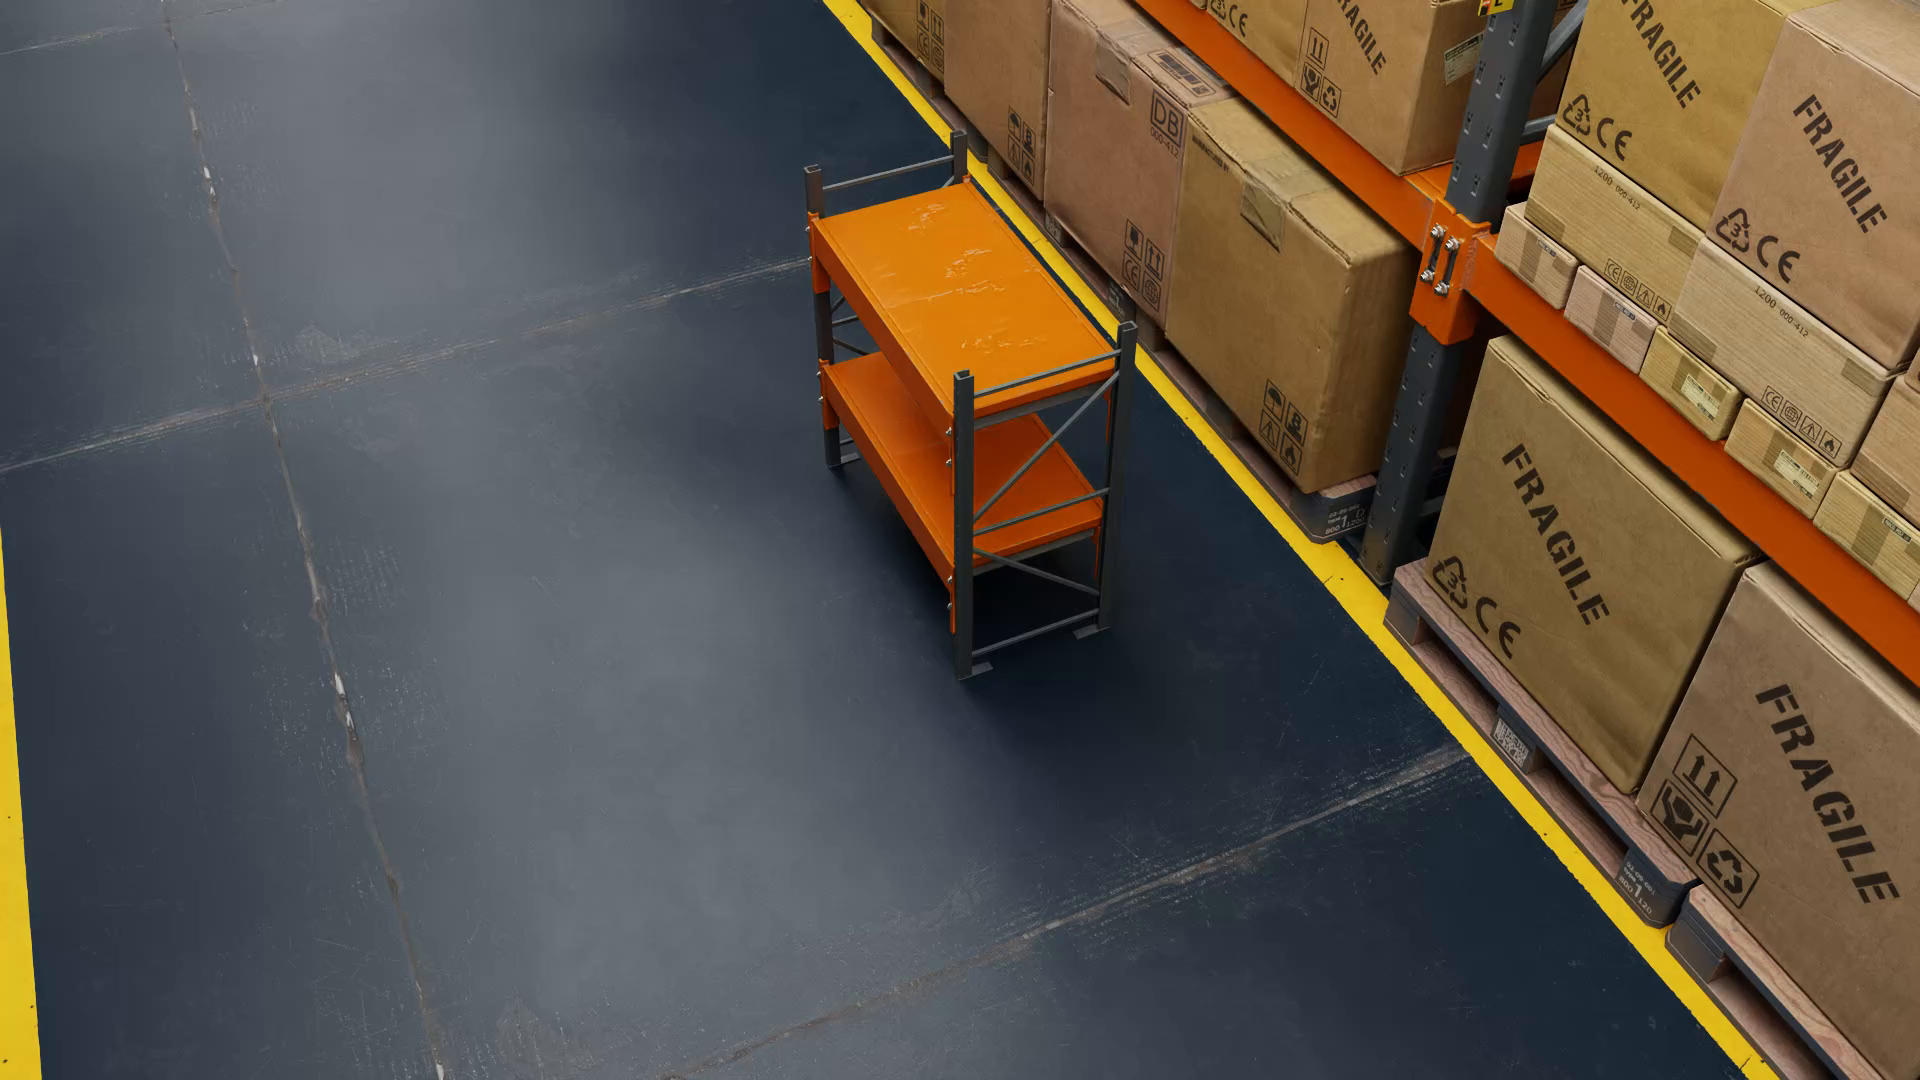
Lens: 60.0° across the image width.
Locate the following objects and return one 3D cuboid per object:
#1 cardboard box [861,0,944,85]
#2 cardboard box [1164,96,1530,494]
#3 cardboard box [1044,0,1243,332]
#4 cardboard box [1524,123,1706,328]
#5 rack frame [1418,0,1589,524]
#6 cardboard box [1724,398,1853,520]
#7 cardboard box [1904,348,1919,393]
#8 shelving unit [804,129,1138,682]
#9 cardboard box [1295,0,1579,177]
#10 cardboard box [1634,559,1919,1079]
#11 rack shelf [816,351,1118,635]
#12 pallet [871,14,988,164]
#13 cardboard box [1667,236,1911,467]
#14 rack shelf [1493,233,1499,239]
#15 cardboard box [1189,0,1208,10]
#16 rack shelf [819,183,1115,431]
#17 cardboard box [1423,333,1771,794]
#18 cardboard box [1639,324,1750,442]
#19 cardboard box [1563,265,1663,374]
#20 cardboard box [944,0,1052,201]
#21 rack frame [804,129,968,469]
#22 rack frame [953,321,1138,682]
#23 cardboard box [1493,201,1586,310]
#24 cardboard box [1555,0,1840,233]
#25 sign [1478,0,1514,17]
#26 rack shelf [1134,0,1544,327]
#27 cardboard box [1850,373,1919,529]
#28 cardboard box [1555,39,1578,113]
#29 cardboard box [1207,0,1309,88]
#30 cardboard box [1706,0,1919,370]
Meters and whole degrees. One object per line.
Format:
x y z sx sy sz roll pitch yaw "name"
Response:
0.303 -2.601 6.964 1.225 0.875 0.875 -20 48 -19 "cardboard box"
1.426 -0.900 5.240 1.225 0.875 0.875 -18 47 -17 "cardboard box"
1.050 -1.469 5.817 1.225 0.875 0.875 -20 48 -19 "cardboard box"
1.673 -0.780 3.800 0.500 0.250 0.500 -19 48 -18 "cardboard box"
1.711 -1.104 4.233 0.949 2.616 0.053 -18 47 -17 "rack frame"
1.870 -0.226 3.523 0.380 0.149 0.250 -19 48 -18 "cardboard box"
2.106 -0.397 2.878 0.500 0.500 0.500 -19 48 -19 "cardboard box"
0.003 -0.396 4.851 0.538 1.125 1.048 -18 47 -17 "shelving unit"
1.269 -1.358 4.419 0.500 0.500 0.500 -18 47 -17 "cardboard box"
2.297 0.520 3.801 0.875 0.875 0.875 -18 47 -17 "cardboard box"
0.003 -0.222 5.022 0.538 0.278 1.000 -18 47 -17 "rack shelf"
0.295 -2.136 7.265 1.003 0.211 1.213 -18 47 -17 "pallet"
1.878 -0.462 3.478 0.500 0.250 0.500 -18 47 -18 "cardboard box"
2.554 0.356 3.126 0.919 0.124 3.809 -18 47 -17 "rack shelf"
0.841 -2.006 5.076 0.500 0.500 0.500 -19 48 -18 "cardboard box"
0.003 -0.657 4.593 0.459 0.093 0.952 -18 47 -17 "rack shelf"
1.918 -0.054 4.382 0.875 0.875 0.875 -18 47 -17 "cardboard box"
1.758 -0.393 3.692 0.380 0.149 0.250 -17 47 -16 "cardboard box"
1.647 -0.561 3.862 0.380 0.149 0.250 -20 48 -19 "cardboard box"
0.671 -2.031 6.386 1.225 0.875 0.875 -18 47 -17 "cardboard box"
-0.211 -0.720 5.179 0.500 1.125 0.032 -18 47 -17 "rack frame"
0.217 -0.072 4.522 0.500 1.125 0.032 -18 47 -17 "rack frame"
1.536 -0.729 4.032 0.380 0.149 0.250 -18 47 -17 "cardboard box"
1.683 -1.043 3.533 0.500 0.500 0.500 -18 47 -17 "cardboard box"
1.225 -1.322 3.686 0.100 0.325 0.005 -18 47 -17 "sign"
0.873 -2.123 5.778 1.077 0.370 4.000 -18 47 -17 "rack shelf"
2.101 -0.134 3.145 0.500 0.250 0.500 -17 47 -16 "cardboard box"
1.747 -1.507 4.571 0.500 0.500 0.500 -18 47 -17 "cardboard box"
1.067 -1.675 4.741 0.500 0.500 0.500 -17 47 -16 "cardboard box"
1.883 -0.727 3.213 0.500 0.500 0.500 -18 47 -17 "cardboard box"
